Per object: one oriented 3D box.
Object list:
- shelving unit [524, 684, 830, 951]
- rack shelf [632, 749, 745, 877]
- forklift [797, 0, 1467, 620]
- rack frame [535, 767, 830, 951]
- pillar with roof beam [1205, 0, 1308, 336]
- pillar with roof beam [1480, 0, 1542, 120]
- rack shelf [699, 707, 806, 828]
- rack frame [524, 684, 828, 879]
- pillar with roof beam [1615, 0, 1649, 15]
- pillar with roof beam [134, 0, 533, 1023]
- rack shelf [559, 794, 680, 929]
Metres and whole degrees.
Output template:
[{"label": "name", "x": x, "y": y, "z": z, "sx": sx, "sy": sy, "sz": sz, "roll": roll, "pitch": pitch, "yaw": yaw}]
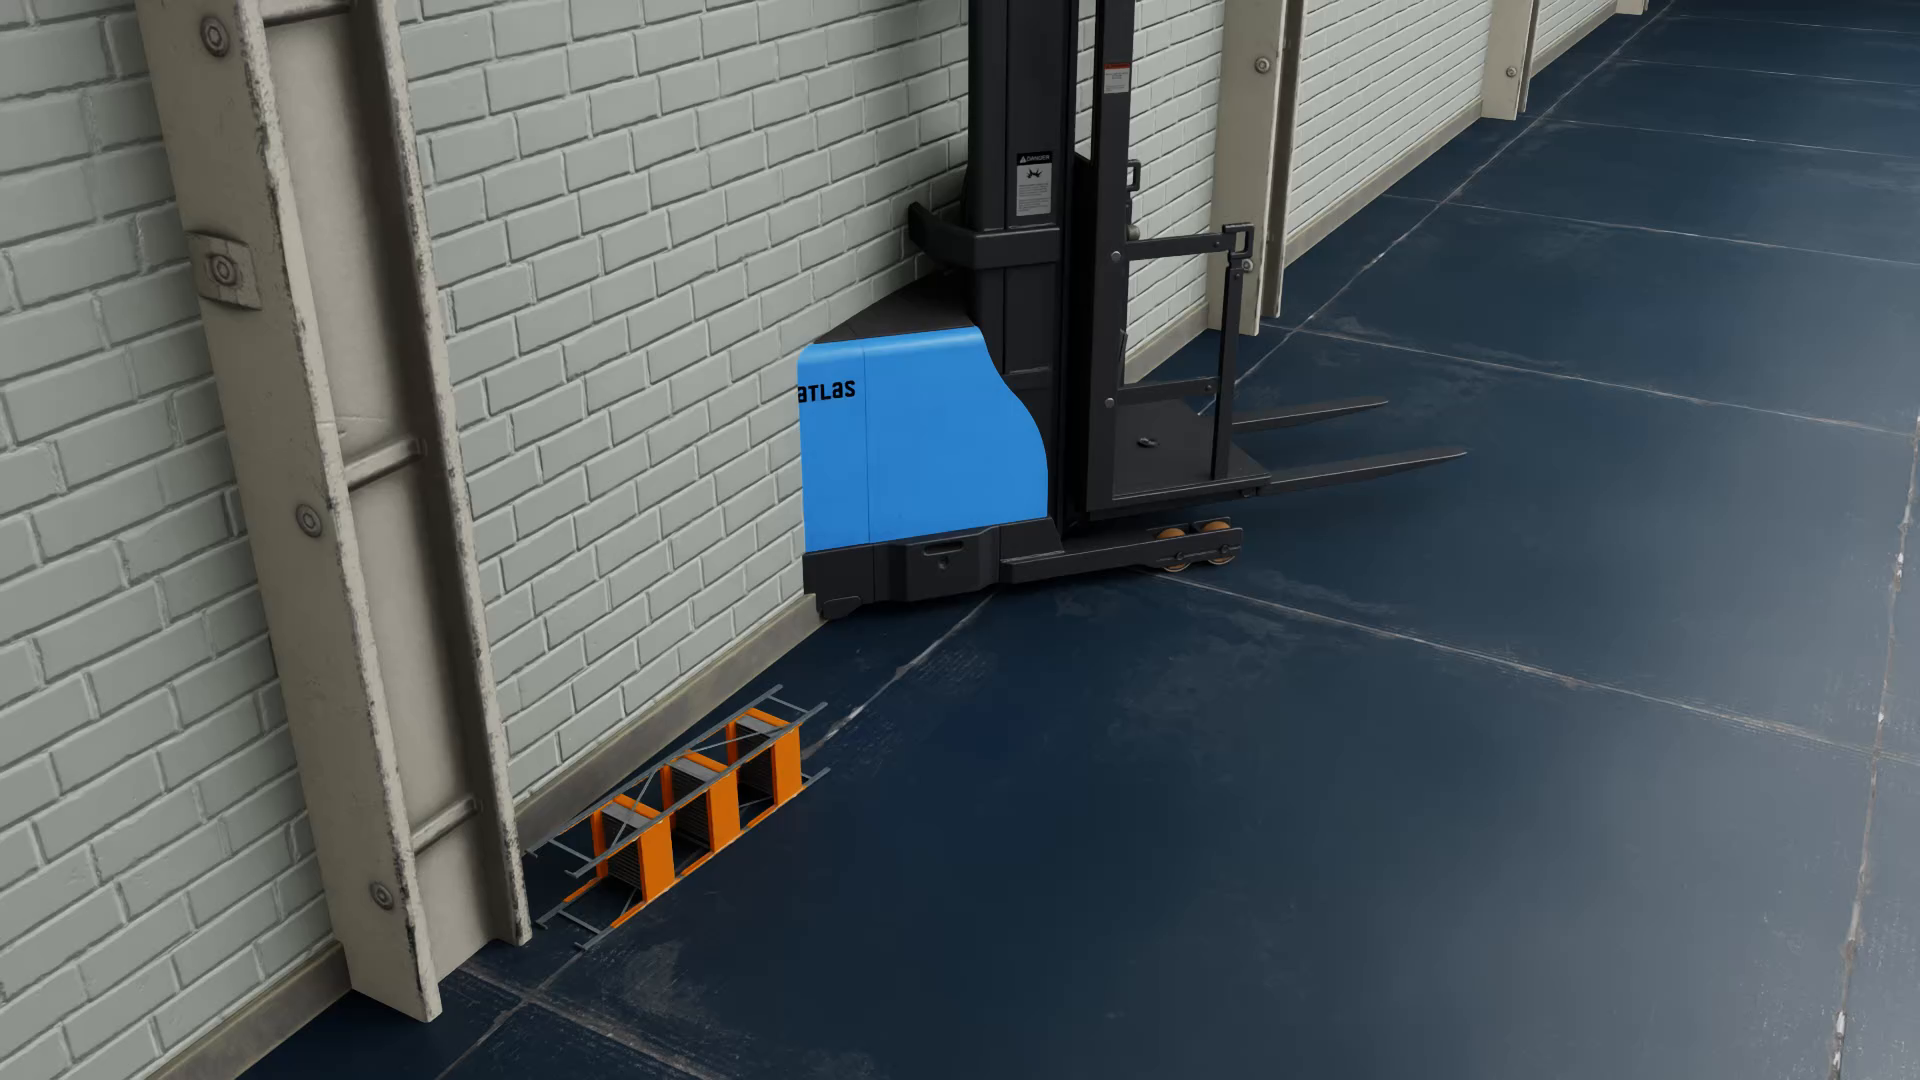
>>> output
[{"label": "shelving unit", "x": -0.796, "y": 0.786, "z": 4.892, "sx": 0.215, "sy": 0.252, "sz": 1.050, "roll": 18, "pitch": 31, "yaw": 31}, {"label": "rack shelf", "x": -0.802, "y": 0.790, "z": 4.884, "sx": 0.215, "sy": 0.240, "sz": 0.259, "roll": 18, "pitch": 31, "yaw": 31}, {"label": "forklift", "x": 0.591, "y": -1.400, "z": 6.273, "sx": 3.031, "sy": 2.935, "sz": 1.130, "roll": -9, "pitch": 28, "yaw": -17}, {"label": "rack frame", "x": -0.796, "y": 0.895, "z": 4.946, "sx": 0.200, "sy": 0.008, "sz": 1.050, "roll": 18, "pitch": 31, "yaw": 31}, {"label": "pillar with roof beam", "x": 5.296, "y": -4.283, "z": 5.254, "sx": 9.100, "sy": 9.000, "sz": 0.400, "roll": 14, "pitch": 30, "yaw": 26}, {"label": "pillar with roof beam", "x": 8.248, "y": -6.622, "z": 9.925, "sx": 9.100, "sy": 9.000, "sz": 0.400, "roll": 14, "pitch": 30, "yaw": 26}, {"label": "rack shelf", "x": -0.638, "y": 0.686, "z": 5.091, "sx": 0.215, "sy": 0.240, "sz": 0.259, "roll": 18, "pitch": 31, "yaw": 31}, {"label": "rack frame", "x": -0.796, "y": 0.677, "z": 4.837, "sx": 0.200, "sy": 0.008, "sz": 1.050, "roll": 18, "pitch": 31, "yaw": 31}, {"label": "pillar with roof beam", "x": 11.200, "y": -8.960, "z": 14.596, "sx": 9.100, "sy": 9.000, "sz": 0.400, "roll": 14, "pitch": 30, "yaw": 26}, {"label": "pillar with roof beam", "x": 2.345, "y": -1.945, "z": 0.583, "sx": 9.100, "sy": 9.000, "sz": 0.400, "roll": 14, "pitch": 30, "yaw": 26}, {"label": "rack shelf", "x": -0.962, "y": 0.891, "z": 4.681, "sx": 0.215, "sy": 0.240, "sz": 0.259, "roll": 18, "pitch": 31, "yaw": 31}]
